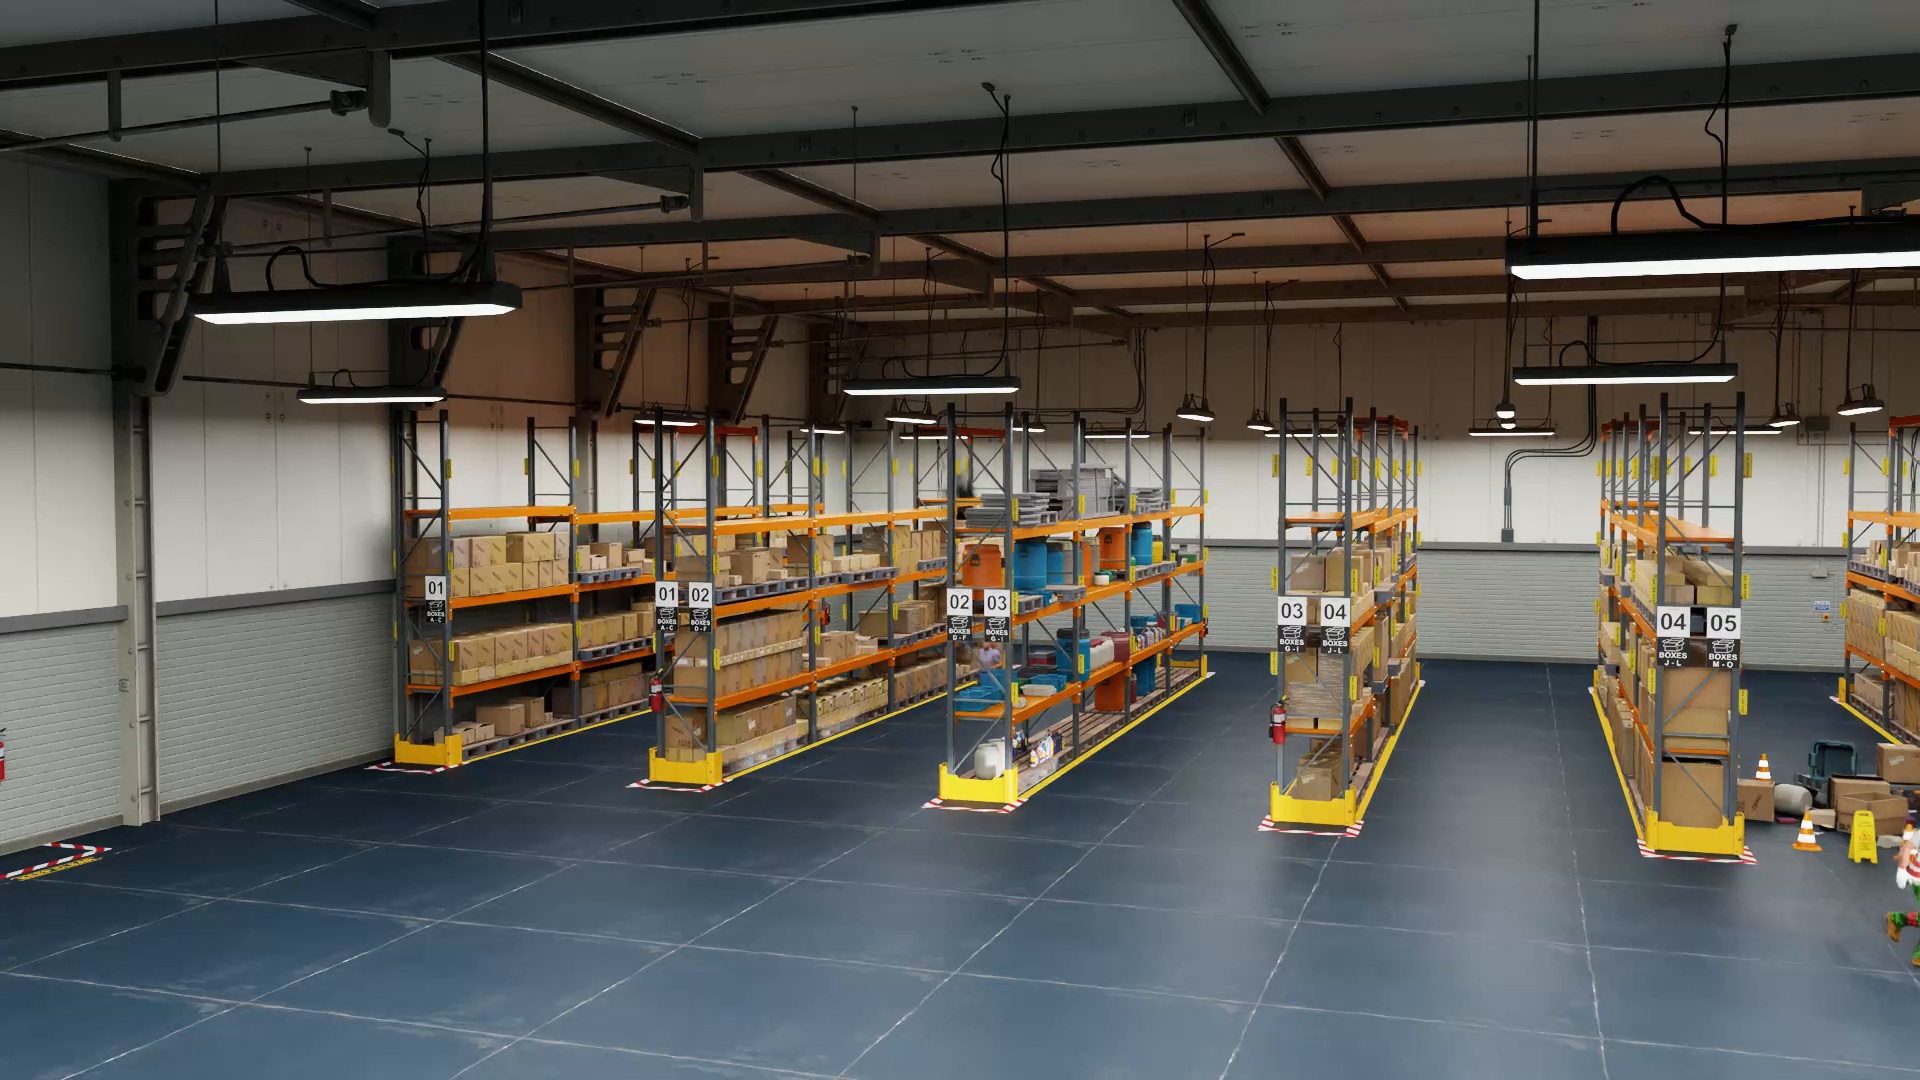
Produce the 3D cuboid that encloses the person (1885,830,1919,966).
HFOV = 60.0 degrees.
[{"bbox_3d":[9.716,3.446,16.693,0.654,1.712,0.778,-2,3,-33],"label":"person"}]

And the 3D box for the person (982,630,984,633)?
[{"bbox_3d":[0.766,2.312,42.746,0.566,1.726,0.709,0,2,7],"label":"person"}]

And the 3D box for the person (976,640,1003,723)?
[{"bbox_3d":[0.603,2.780,33.227,0.561,1.692,1.049,1,3,16],"label":"person"}]

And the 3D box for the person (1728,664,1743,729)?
[{"bbox_3d":[14.286,2.805,31.095,0.659,1.772,1.064,1,3,16],"label":"person"}]
